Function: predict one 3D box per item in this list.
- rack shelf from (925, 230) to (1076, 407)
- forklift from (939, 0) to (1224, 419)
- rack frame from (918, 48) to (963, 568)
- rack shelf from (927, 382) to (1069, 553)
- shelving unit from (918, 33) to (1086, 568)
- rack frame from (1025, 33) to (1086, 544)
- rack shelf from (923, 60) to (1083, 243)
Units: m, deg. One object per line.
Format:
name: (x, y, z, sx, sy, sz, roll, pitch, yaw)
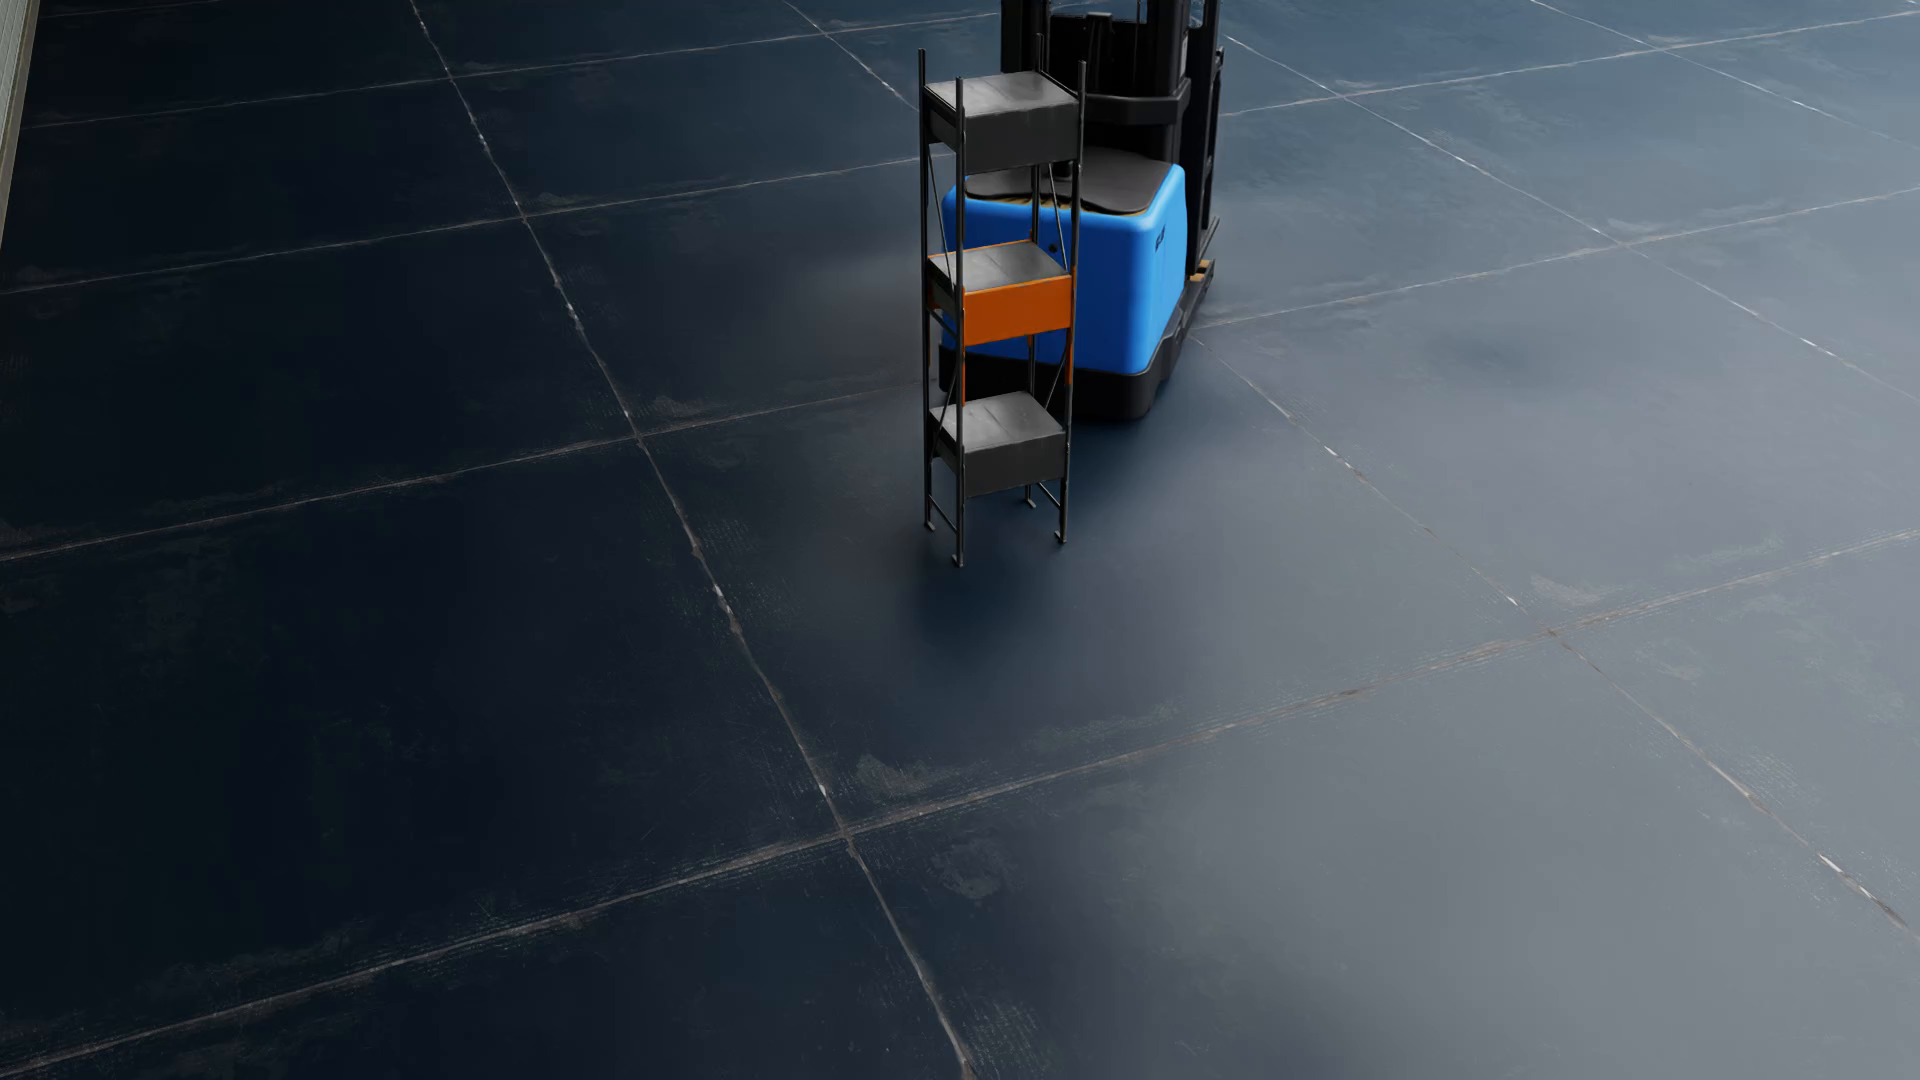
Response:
rack shelf: (0.153, -0.904, 6.738, 0.480, 0.518, 0.431, -13, 35, -19)
forklift: (0.815, -2.607, 8.569, 1.130, 2.935, 3.031, 9, 34, 14)
rack frame: (-0.072, -0.864, 6.652, 0.015, 2.100, 0.400, -13, 35, -19)
rack shelf: (0.153, -0.317, 7.120, 0.480, 0.518, 0.431, -13, 35, -19)
shelving unit: (0.153, -0.915, 6.731, 0.503, 2.100, 0.431, -13, 35, -19)
rack frame: (0.378, -0.967, 6.810, 0.015, 2.100, 0.400, -13, 35, -19)
rack shelf: (0.153, -1.490, 6.357, 0.480, 0.518, 0.431, -13, 35, -19)
